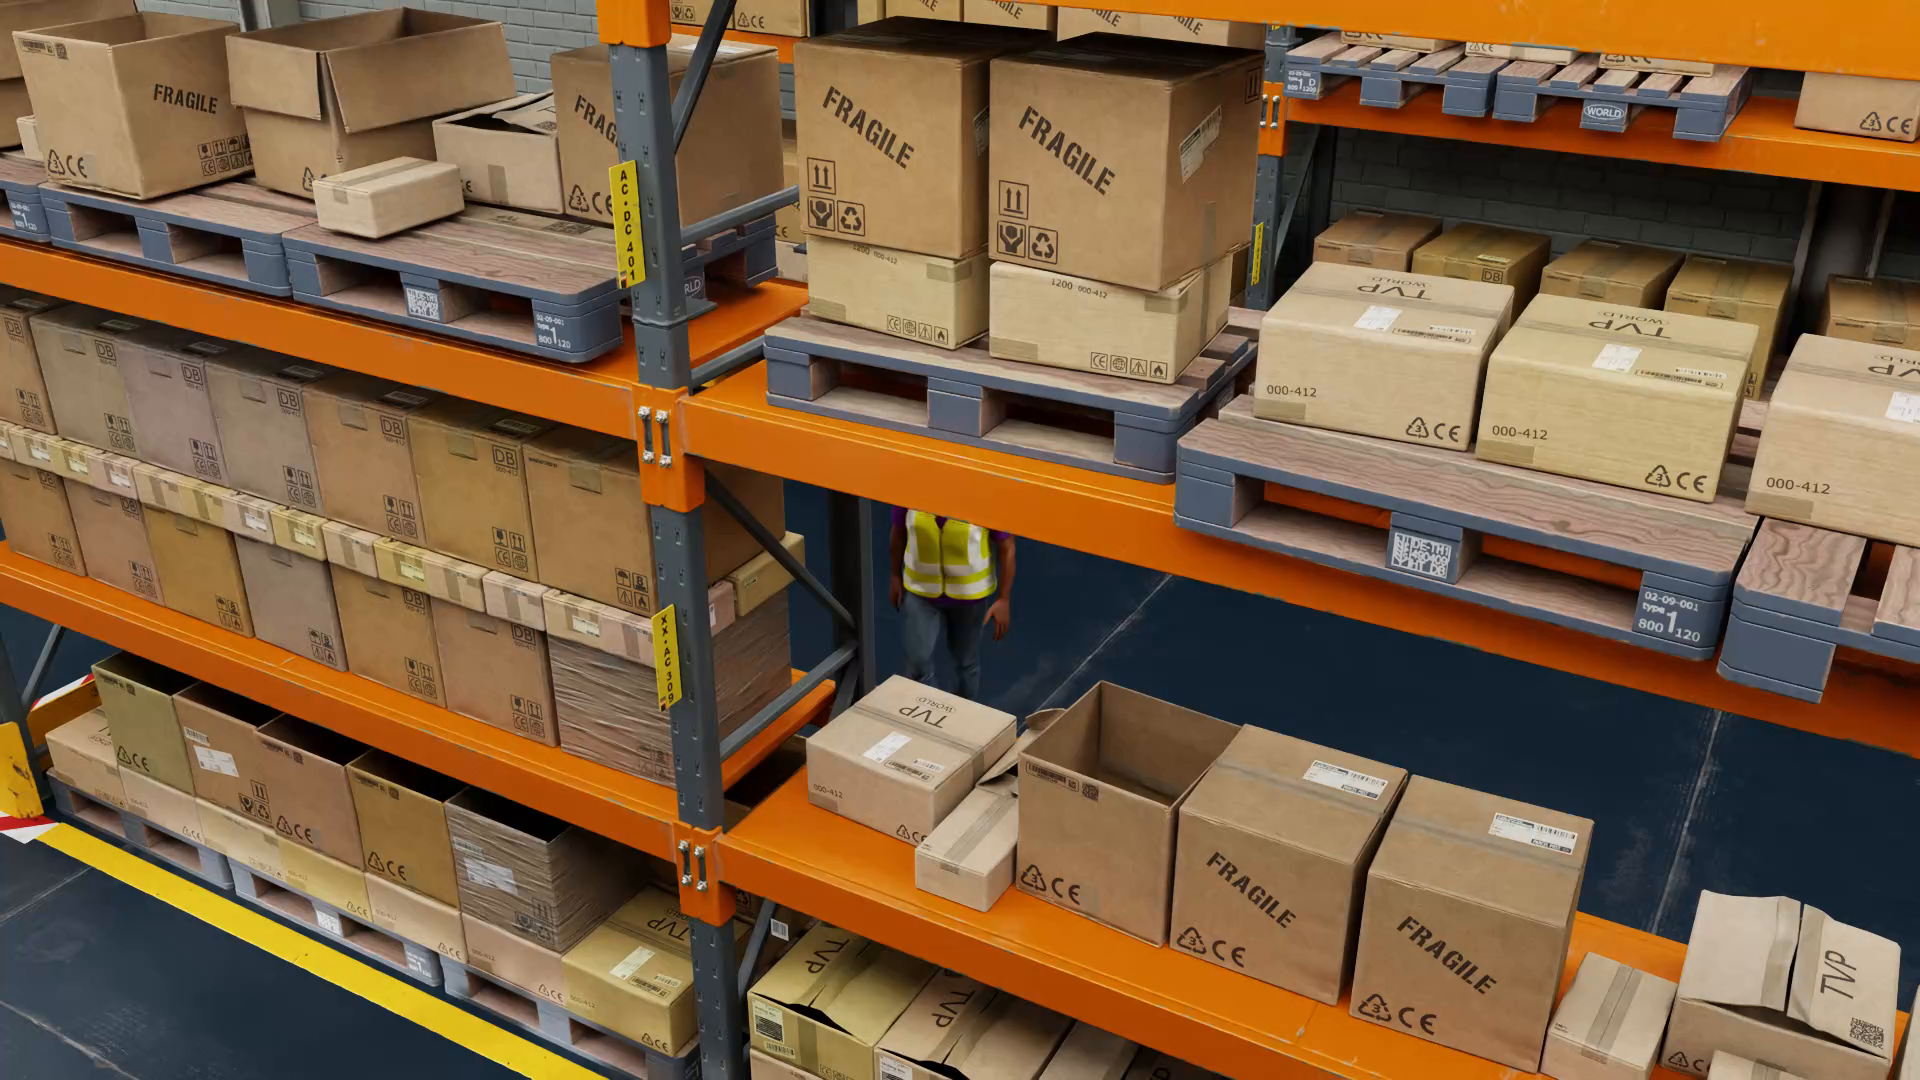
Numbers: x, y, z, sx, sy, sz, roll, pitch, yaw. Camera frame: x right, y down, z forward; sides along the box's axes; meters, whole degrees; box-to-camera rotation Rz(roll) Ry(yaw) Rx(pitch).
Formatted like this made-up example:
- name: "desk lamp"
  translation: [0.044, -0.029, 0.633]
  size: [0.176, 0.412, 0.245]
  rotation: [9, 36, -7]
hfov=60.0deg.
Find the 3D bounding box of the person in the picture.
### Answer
- name: "person"
  translation: [-0.057, 0.273, 7.612]
  size: [0.620, 1.791, 0.665]
  rotation: [4, 27, 8]
